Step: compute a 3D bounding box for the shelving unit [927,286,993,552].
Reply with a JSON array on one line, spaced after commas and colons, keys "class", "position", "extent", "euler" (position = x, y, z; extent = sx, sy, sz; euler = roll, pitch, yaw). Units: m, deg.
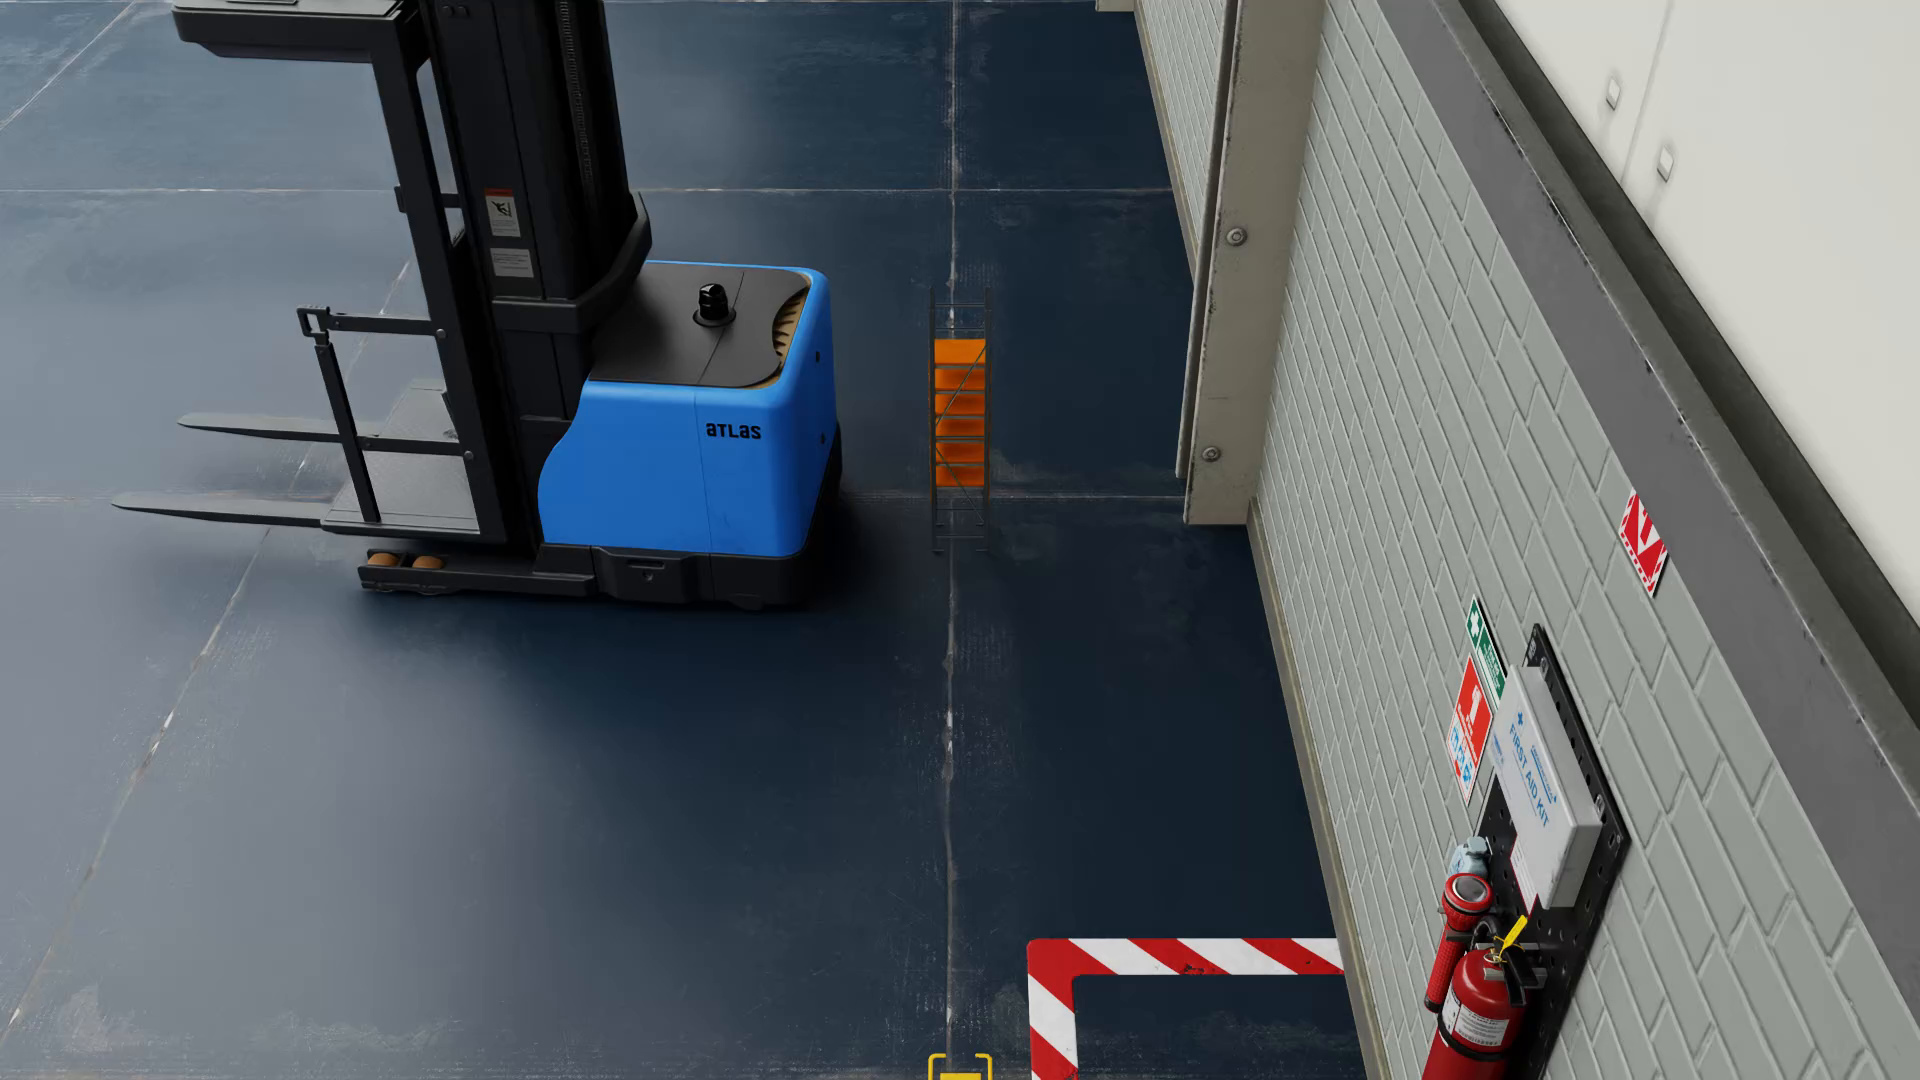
[{"class": "shelving unit", "position": [0.000, -0.477, 6.886], "extent": [0.258, 1.200, 0.189], "euler": [0, 39, 0]}]

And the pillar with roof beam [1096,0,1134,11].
[{"class": "pillar with roof beam", "position": [-3.166, -7.455, 9.357], "extent": [9.100, 9.000, 0.400], "euler": [0, 39, 0]}]

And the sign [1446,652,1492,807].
[{"class": "sign", "position": [1.290, 0.482, 4.221], "extent": [0.001, 0.329, 0.234], "euler": [0, 39, 0]}]

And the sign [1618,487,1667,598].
[{"class": "sign", "position": [1.287, -0.068, 3.082], "extent": [0.001, 0.298, 0.199], "euler": [0, 39, 0]}]

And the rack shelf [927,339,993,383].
[{"class": "rack shelf", "position": [0.000, -0.724, 6.689], "extent": [0.258, 0.103, 0.180], "euler": [0, 39, 0]}]

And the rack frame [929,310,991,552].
[{"class": "rack frame", "position": [0.000, -0.420, 6.815], "extent": [0.240, 1.200, 0.006], "euler": [0, 39, 0]}]

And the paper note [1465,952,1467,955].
[{"class": "paper note", "position": [1.257, 1.075, 4.215], "extent": [0.016, 0.148, 0.142], "euler": [0, 39, 0]}]

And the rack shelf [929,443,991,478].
[{"class": "rack shelf", "position": [0.000, -0.349, 6.989], "extent": [0.258, 0.103, 0.180], "euler": [0, 39, 0]}]

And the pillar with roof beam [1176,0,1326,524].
[{"class": "pillar with roof beam", "position": [-3.160, -3.703, 4.675], "extent": [9.100, 9.000, 0.400], "euler": [0, 39, 0]}]

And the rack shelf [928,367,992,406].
[{"class": "rack shelf", "position": [0.000, -0.630, 6.764], "extent": [0.258, 0.103, 0.180], "euler": [0, 39, 0]}]

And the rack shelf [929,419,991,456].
[{"class": "rack shelf", "position": [0.000, -0.443, 6.914], "extent": [0.258, 0.103, 0.180], "euler": [0, 39, 0]}]

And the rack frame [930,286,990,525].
[{"class": "rack frame", "position": [0.000, -0.534, 6.957], "extent": [0.240, 1.200, 0.006], "euler": [0, 39, 0]}]

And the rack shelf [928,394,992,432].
[{"class": "rack shelf", "position": [0.000, -0.536, 6.839], "extent": [0.258, 0.103, 0.180], "euler": [0, 39, 0]}]

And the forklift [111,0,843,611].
[{"class": "forklift", "position": [-2.082, -1.237, 6.449], "extent": [3.031, 2.935, 1.130], "euler": [4, 39, 4]}]

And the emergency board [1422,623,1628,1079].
[{"class": "emergency board", "position": [1.188, 0.842, 3.801], "extent": [0.194, 1.169, 0.643], "euler": [0, 39, 0]}]

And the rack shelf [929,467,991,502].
[{"class": "rack shelf", "position": [0.000, -0.255, 7.064], "extent": [0.258, 0.103, 0.180], "euler": [0, 39, 0]}]

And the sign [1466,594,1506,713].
[{"class": "sign", "position": [1.281, 0.278, 4.052], "extent": [0.001, 0.109, 0.331], "euler": [0, 39, 0]}]
